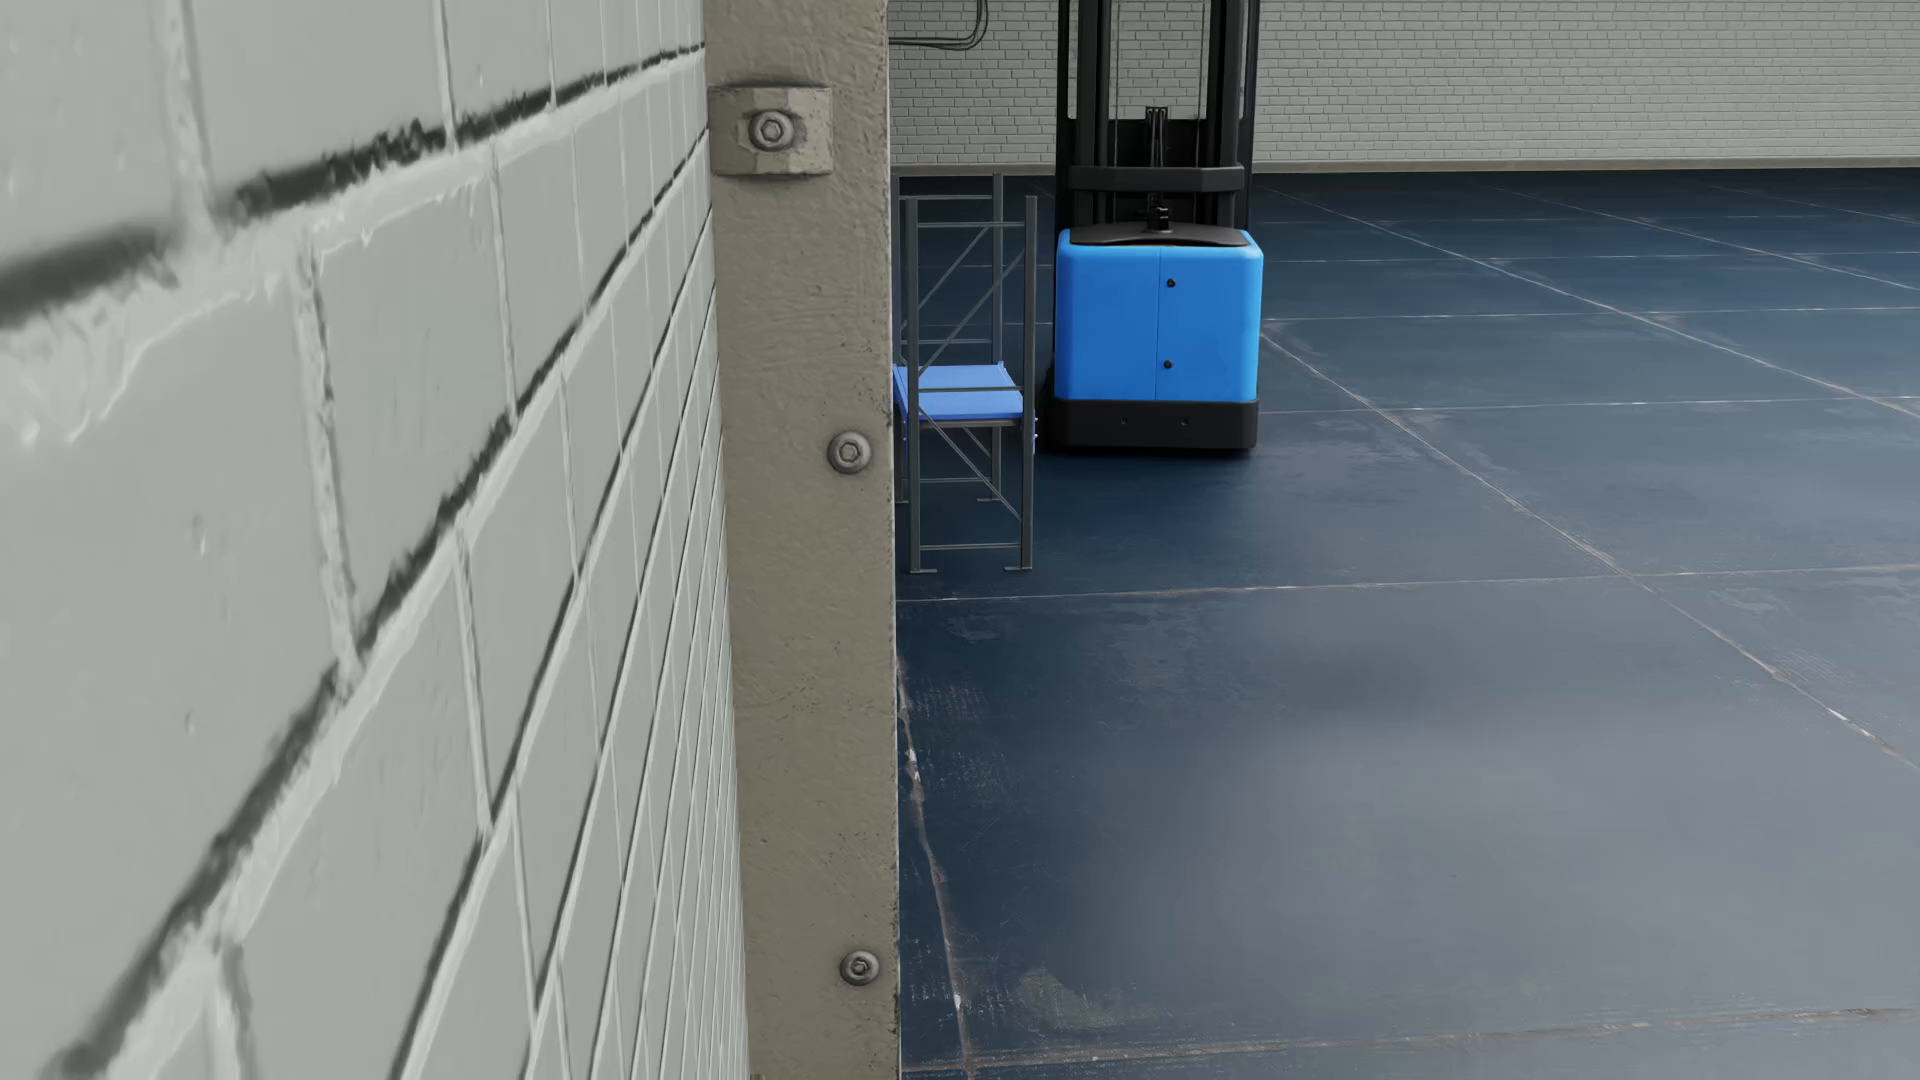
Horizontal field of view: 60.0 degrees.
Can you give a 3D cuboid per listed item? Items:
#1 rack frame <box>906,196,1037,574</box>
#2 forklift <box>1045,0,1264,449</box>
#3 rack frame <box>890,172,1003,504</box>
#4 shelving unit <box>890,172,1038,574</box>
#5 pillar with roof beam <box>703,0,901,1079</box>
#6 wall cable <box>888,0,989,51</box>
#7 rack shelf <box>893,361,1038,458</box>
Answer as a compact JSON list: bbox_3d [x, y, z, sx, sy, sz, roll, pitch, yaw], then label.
[{"bbox_3d":[0.044,-0.590,6.551,0.500,1.500,0.032,-2,18,-6],"label":"rack frame"},{"bbox_3d":[1.091,-2.250,9.452,1.130,2.935,3.031,1,17,4],"label":"forklift"},{"bbox_3d":[-0.061,-0.892,7.516,0.500,1.500,0.032,-2,18,-6],"label":"rack frame"},{"bbox_3d":[-0.009,-0.741,7.033,0.538,1.500,1.048,-2,18,-6],"label":"shelving unit"},{"bbox_3d":[3.990,-3.285,2.618,9.100,9.000,0.400,-2,18,-6],"label":"pillar with roof beam"},{"bbox_3d":[-1.137,-7.952,22.668,3.097,2.526,0.112,-2,18,-6],"label":"wall cable"},{"bbox_3d":[-0.009,-0.569,7.087,0.538,0.185,1.000,-2,18,-6],"label":"rack shelf"}]
